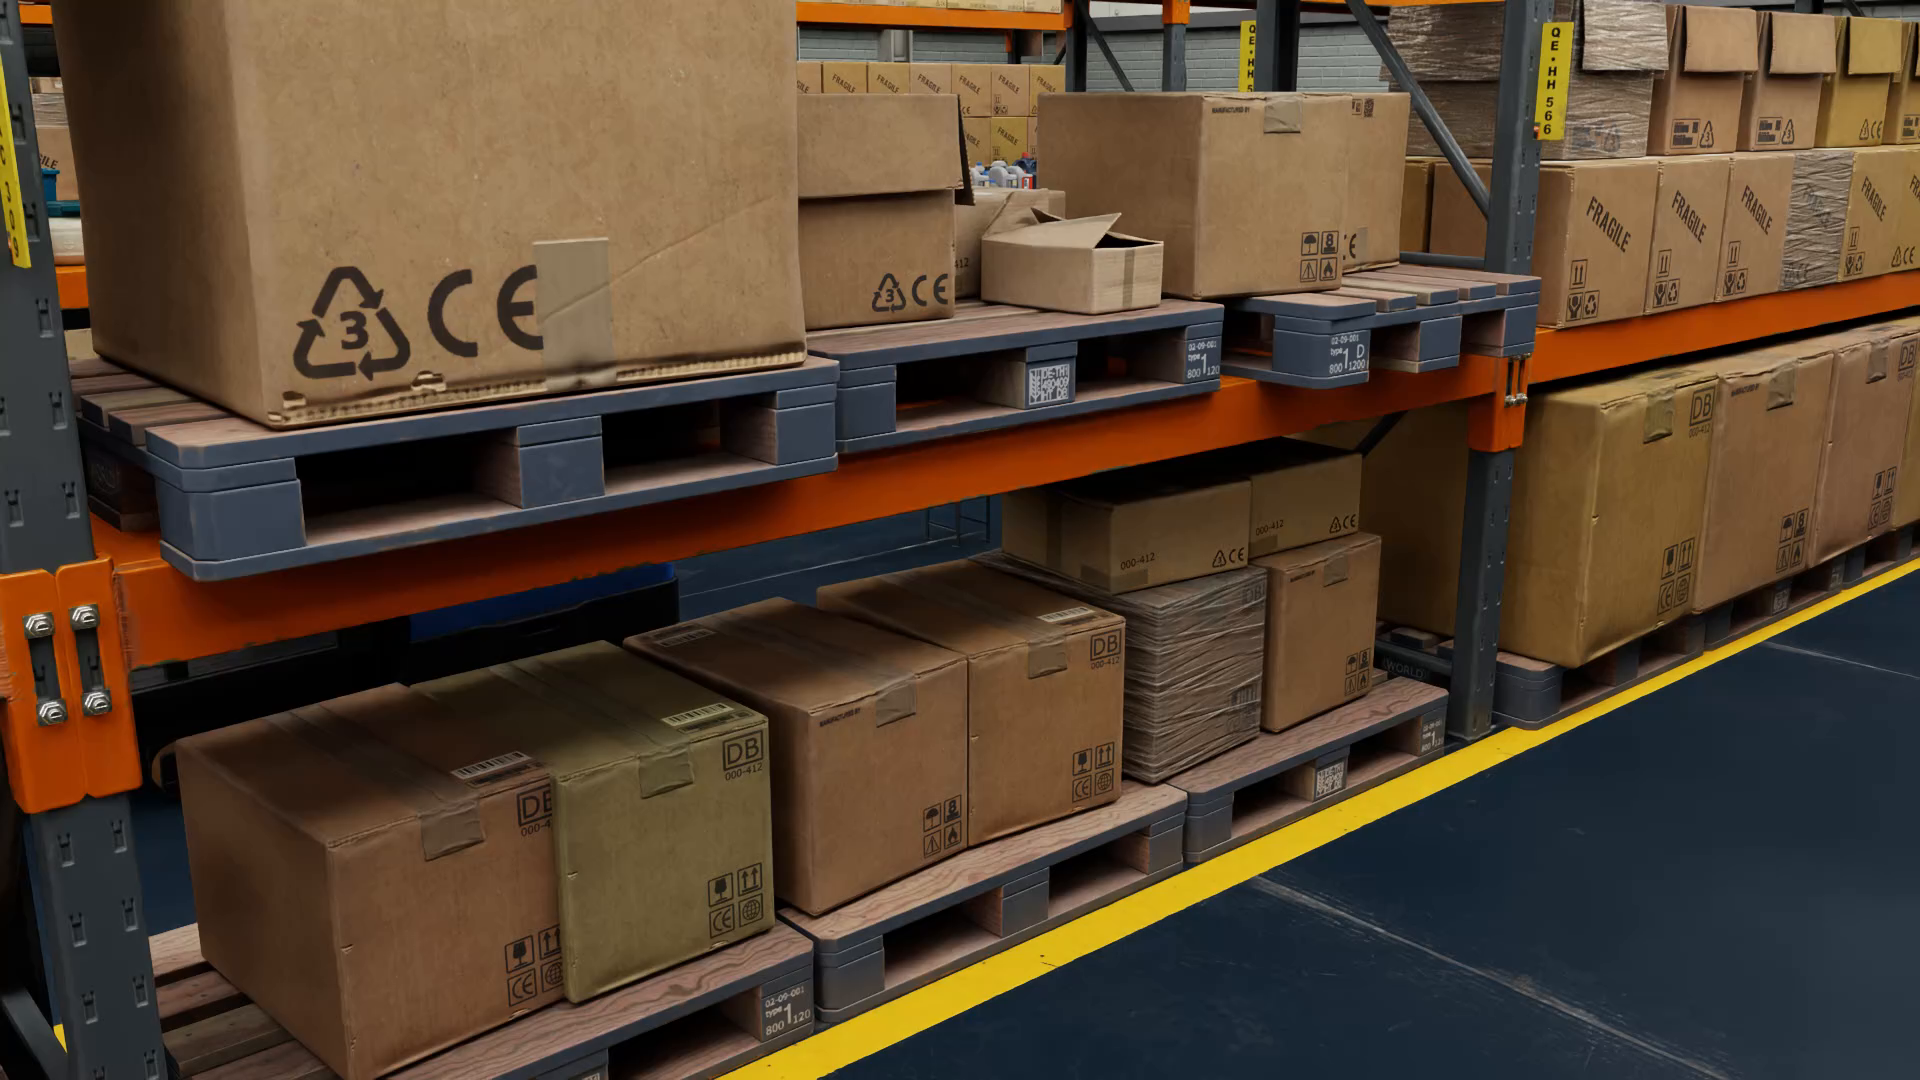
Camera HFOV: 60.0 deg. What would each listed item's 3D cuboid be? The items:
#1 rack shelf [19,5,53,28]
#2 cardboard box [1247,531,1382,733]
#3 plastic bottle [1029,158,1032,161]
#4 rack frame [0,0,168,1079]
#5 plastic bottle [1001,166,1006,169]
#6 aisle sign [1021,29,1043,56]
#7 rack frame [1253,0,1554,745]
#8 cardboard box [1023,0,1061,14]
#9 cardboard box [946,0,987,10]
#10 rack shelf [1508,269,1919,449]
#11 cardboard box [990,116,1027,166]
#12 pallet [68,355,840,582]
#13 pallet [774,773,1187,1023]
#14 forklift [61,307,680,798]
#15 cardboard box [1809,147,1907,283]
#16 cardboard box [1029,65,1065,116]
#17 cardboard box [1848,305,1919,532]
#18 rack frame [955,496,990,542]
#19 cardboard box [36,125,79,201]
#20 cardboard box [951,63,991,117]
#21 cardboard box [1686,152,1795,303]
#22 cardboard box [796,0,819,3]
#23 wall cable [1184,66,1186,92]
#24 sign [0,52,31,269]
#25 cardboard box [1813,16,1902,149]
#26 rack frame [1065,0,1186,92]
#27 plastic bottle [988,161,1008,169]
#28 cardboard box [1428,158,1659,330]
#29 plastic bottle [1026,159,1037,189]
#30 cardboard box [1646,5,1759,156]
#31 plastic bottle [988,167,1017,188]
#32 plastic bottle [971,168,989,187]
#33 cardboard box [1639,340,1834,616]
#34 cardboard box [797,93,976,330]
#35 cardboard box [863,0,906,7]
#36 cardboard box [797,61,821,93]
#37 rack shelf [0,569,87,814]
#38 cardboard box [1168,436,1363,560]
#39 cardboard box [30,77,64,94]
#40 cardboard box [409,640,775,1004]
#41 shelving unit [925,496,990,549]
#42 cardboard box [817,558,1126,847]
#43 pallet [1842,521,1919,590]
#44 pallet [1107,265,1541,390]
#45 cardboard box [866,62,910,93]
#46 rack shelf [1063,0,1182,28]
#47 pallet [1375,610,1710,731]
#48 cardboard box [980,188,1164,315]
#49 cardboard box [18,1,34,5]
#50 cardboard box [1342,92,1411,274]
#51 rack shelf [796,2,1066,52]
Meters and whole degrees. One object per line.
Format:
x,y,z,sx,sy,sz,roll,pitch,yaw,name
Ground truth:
-9.920,-4.559,14.588,4.000,0.370,1.077,-13,19,-39,rack shelf
0.851,0.209,5.147,0.500,0.500,0.700,-14,20,-42,cardboard box
0.452,-2.487,11.476,0.133,0.283,0.061,-13,19,-39,plastic bottle
-1.674,-0.226,2.784,0.127,3.000,1.000,-13,19,-39,rack frame
0.272,-2.227,10.526,0.097,0.271,0.097,0,15,0,plastic bottle
0.737,-5.513,17.538,0.004,0.787,0.394,-13,19,-39,aisle sign
1.343,-0.904,5.320,0.127,3.000,1.000,-13,19,-39,rack frame
0.664,-5.426,16.731,0.500,0.250,0.500,-13,19,-39,cardboard box
-0.089,-5.257,16.095,0.500,0.250,0.500,-13,19,-39,cardboard box
2.852,-0.895,6.682,4.000,0.370,1.077,-13,19,-39,rack shelf
0.330,-4.019,16.790,0.500,0.500,0.500,-12,19,-39,cardboard box
-1.002,-0.234,3.187,1.213,0.211,1.003,-13,19,-39,pallet
-0.167,0.781,4.416,1.213,0.211,1.003,-13,19,-39,pallet
-2.436,-0.805,5.084,3.031,2.935,1.130,-14,20,-42,forklift
3.420,-1.325,6.703,0.500,0.500,0.500,-13,20,-40,cardboard box
0.723,-4.590,16.992,0.500,0.500,0.500,-13,20,-40,cardboard box
3.891,-0.645,7.657,0.875,0.875,1.225,-13,19,-39,cardboard box
0.058,-0.593,7.644,0.006,1.200,0.240,-13,19,-39,rack frame
-6.412,-2.594,11.454,0.500,0.500,0.500,-14,20,-42,cardboard box
-0.046,-4.416,16.339,0.500,0.500,0.500,-12,19,-38,cardboard box
2.660,-1.157,6.074,0.500,0.500,0.500,-13,20,-40,cardboard box
-1.610,-4.921,14.840,0.500,0.250,0.500,-13,19,-39,cardboard box
2.125,-7.439,24.178,0.112,2.526,3.097,-13,19,-39,wall cable
-1.312,-0.540,2.281,0.005,0.325,0.100,-13,19,-39,sign
3.359,-1.890,6.877,0.637,0.503,0.797,-12,19,-39,cardboard box
1.109,-2.545,11.467,0.127,3.000,1.000,-13,19,-39,rack frame
0.234,-2.419,11.235,0.135,0.276,0.152,-13,19,-39,plastic bottle
1.888,-0.981,5.418,0.500,0.500,0.500,-12,19,-38,cardboard box
0.491,-2.271,10.535,0.185,0.351,0.144,-13,19,-39,plastic bottle
2.399,-1.667,6.041,0.637,0.503,0.797,-12,19,-38,cardboard box
0.267,-2.186,10.361,0.135,0.276,0.152,-13,19,-39,plastic bottle
0.092,-2.146,10.214,0.135,0.276,0.152,-13,19,-39,plastic bottle
2.555,-0.342,6.523,0.875,0.875,1.225,-13,19,-39,cardboard box
-0.427,-0.790,3.883,0.637,0.503,0.797,-10,18,-34,cardboard box
-0.852,-5.090,15.470,0.500,0.250,0.500,-13,19,-39,cardboard box
-1.599,-4.067,15.031,0.500,0.500,0.500,-12,19,-38,cardboard box
-3.183,0.460,1.608,4.000,0.370,1.077,-13,19,-39,rack shelf
0.857,-0.151,5.043,0.500,0.250,0.500,-12,19,-37,cardboard box
-8.652,-4.307,15.757,0.380,0.149,0.250,13,20,40,cardboard box
-0.825,0.592,3.712,0.500,0.500,0.700,-13,20,-40,cardboard box
-0.011,-0.577,7.586,0.189,1.200,0.258,-13,19,-39,shelving unit
0.018,0.403,4.421,0.500,0.500,0.700,-11,18,-35,cardboard box
3.828,-0.089,7.673,1.213,0.211,1.003,-13,19,-39,pallet
0.875,-0.669,4.816,1.003,0.211,1.213,-13,19,-39,pallet
-0.822,-4.241,15.685,0.500,0.500,0.500,-13,20,-41,cardboard box
-0.399,-3.308,9.904,4.000,0.370,1.077,-13,19,-39,rack shelf
1.987,0.325,6.125,1.213,0.211,1.003,-13,19,-39,pallet
0.262,-0.707,4.029,0.258,0.266,0.396,-13,20,-41,cardboard box
-8.777,-5.038,15.119,0.500,0.311,0.500,-13,19,-39,cardboard box
0.962,-1.056,4.882,0.500,0.500,0.500,13,20,40,cardboard box
-0.631,-4.951,16.054,4.000,0.370,1.077,-13,19,-39,rack shelf
